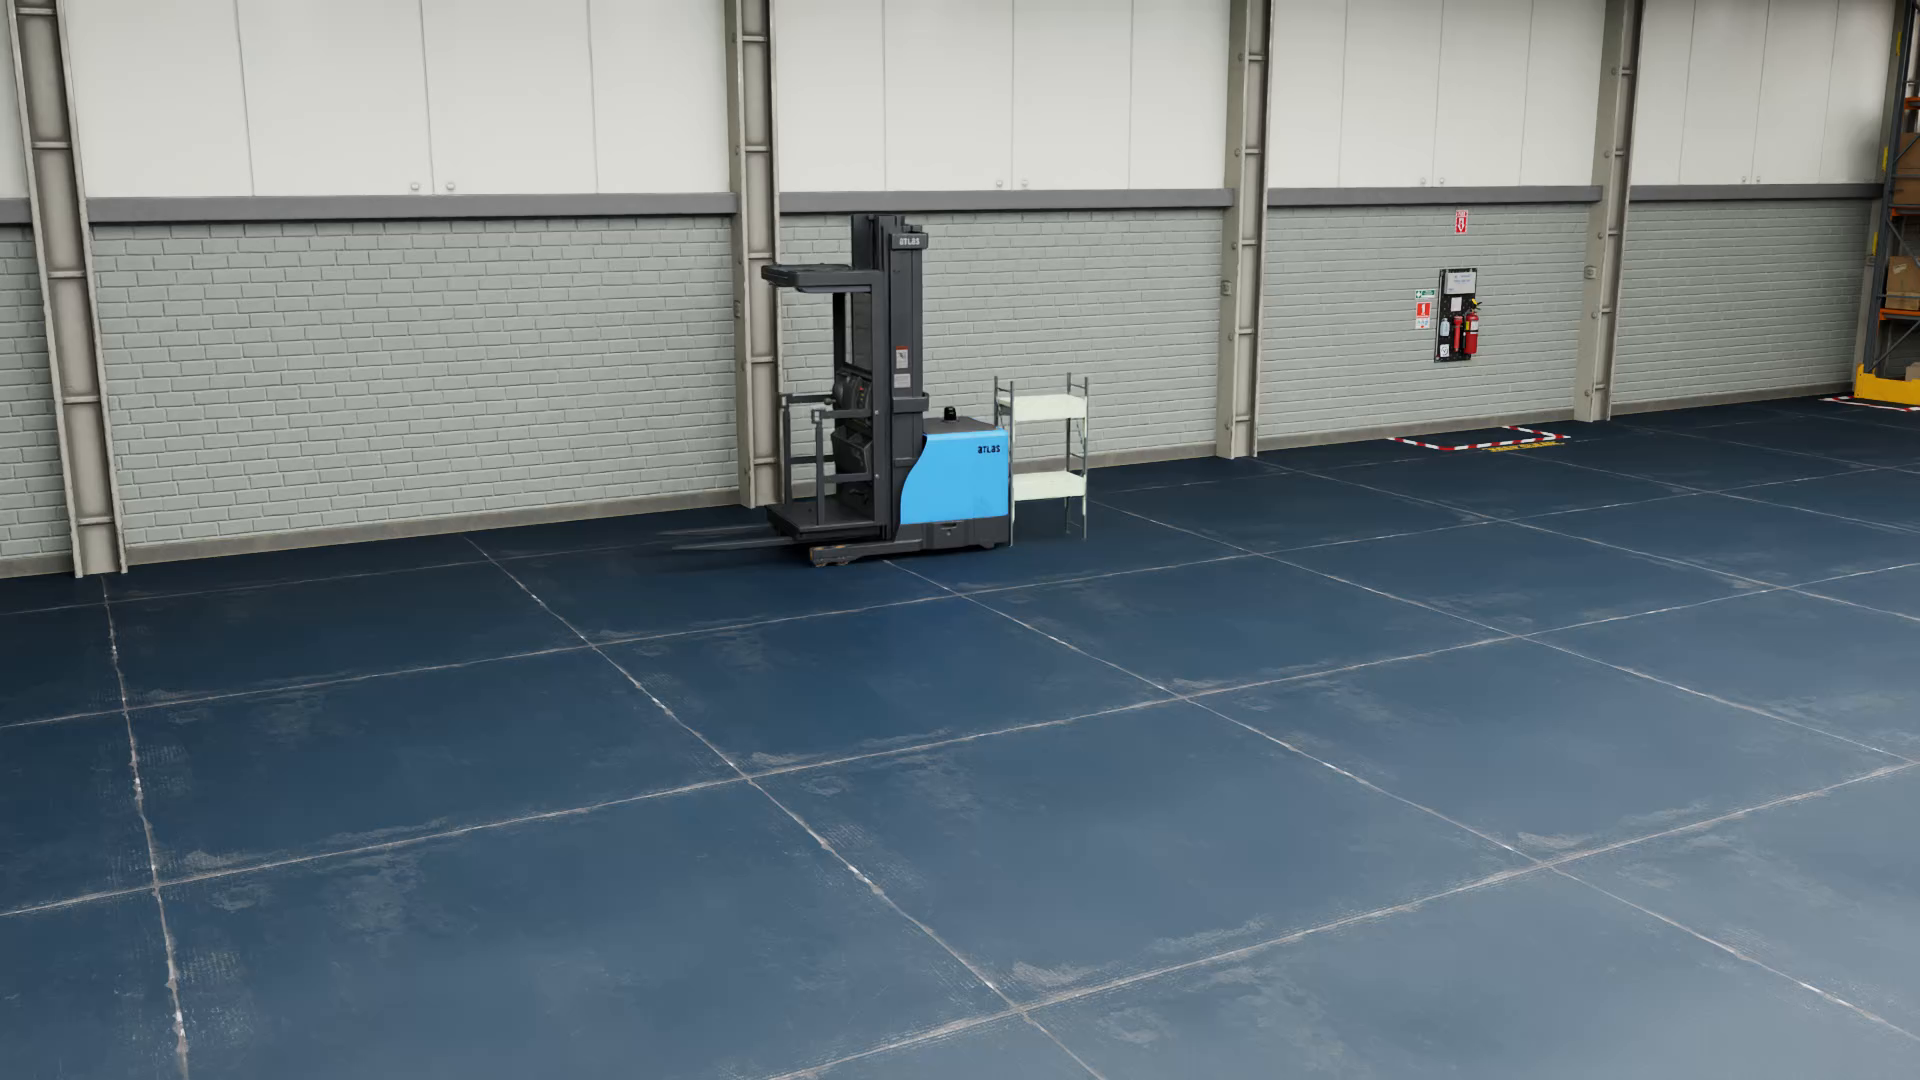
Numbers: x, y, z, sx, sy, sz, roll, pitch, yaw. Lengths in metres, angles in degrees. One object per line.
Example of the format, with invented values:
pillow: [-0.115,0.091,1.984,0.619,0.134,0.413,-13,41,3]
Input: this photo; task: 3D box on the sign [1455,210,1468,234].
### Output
sign: [6.290,-3.988,20.860,0.199,0.298,0.001,-7,14,-28]

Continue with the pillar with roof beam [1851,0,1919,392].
pillar with roof beam: [15.861,-5.820,20.615,0.400,9.000,9.100,-7,14,-28]

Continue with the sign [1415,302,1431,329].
sign: [5.810,-2.818,20.859,0.234,0.329,0.001,-7,14,-28]

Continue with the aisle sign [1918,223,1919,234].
aisle sign: [13.679,-4.685,23.316,0.004,0.787,0.394,-7,14,-28]

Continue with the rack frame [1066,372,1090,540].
rack frame: [1.077,-0.769,15.251,0.023,1.500,0.400,-5,14,-21]

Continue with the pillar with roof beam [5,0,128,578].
pillar with roof beam: [-5.205,-3.295,9.396,0.400,9.000,9.100,-7,14,-28]

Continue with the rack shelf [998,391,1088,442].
rack shelf: [0.738,-1.120,15.032,0.720,0.370,0.431,-5,14,-21]

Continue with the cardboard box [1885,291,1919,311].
cardboard box: [13.916,-3.506,24.291,0.500,0.250,0.500,-7,14,-27]

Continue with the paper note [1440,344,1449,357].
paper note: [6.156,-2.404,21.106,0.142,0.148,0.016,-7,14,-28]

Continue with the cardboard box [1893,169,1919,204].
cardboard box: [13.843,-5.097,23.961,0.500,0.500,0.500,-6,14,-24]

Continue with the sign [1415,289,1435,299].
sign: [5.818,-3.075,20.795,0.331,0.109,0.001,-7,14,-28]

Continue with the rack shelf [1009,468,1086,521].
rack shelf: [0.738,-0.421,15.189,0.720,0.370,0.431,-5,14,-21]

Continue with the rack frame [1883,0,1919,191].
rack frame: [13.598,-6.409,23.233,0.127,3.000,1.000,-7,14,-28]

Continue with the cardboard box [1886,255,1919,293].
cardboard box: [13.910,-3.875,24.226,0.500,0.500,0.500,-7,14,-28]

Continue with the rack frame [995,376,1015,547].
rack frame: [0.398,-0.709,14.984,0.023,1.500,0.400,-5,14,-21]

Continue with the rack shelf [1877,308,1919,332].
rack shelf: [15.354,-3.342,24.906,4.000,0.370,1.077,-7,14,-28]

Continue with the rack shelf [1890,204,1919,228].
rack shelf: [15.354,-4.805,24.577,4.000,0.370,1.077,-7,14,-28]

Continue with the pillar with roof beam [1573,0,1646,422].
pillar with roof beam: [10.594,-5.189,17.810,0.400,9.000,9.100,-7,14,-28]

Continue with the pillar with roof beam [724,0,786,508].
pillar with roof beam: [0.062,-3.926,12.201,0.400,9.000,9.100,-7,14,-28]

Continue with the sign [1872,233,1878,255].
sign: [13.350,-4.311,24.215,0.005,0.325,0.100,-7,14,-28]

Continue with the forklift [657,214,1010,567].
forklift: [-1.119,-1.331,14.488,3.031,2.935,1.130,-5,14,-21]

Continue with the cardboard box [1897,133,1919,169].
cardboard box: [13.851,-5.588,23.865,0.500,0.500,0.500,-6,14,-25]

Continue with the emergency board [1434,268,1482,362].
emergency board: [6.344,-2.839,21.033,0.643,1.169,0.194,-7,14,-28]

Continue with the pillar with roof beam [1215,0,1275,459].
pillar with roof beam: [5.328,-4.557,15.005,0.400,9.000,9.100,-7,14,-28]

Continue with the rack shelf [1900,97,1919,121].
rack shelf: [15.354,-6.267,24.248,4.000,0.370,1.077,-7,14,-28]

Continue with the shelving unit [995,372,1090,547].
shelving unit: [0.738,-0.739,15.118,0.755,1.500,0.431,-5,14,-21]

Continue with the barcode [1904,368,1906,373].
barcode: [14.073,-2.524,24.735,0.075,0.075,0.001,-7,14,-28]

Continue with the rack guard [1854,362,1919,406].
rack guard: [13.665,-2.271,24.202,0.348,0.500,1.175,-7,14,-28]

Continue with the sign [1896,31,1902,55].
sign: [13.350,-7.051,23.598,0.005,0.325,0.100,-7,14,-28]

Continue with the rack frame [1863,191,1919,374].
rack frame: [13.598,-3.482,23.892,0.127,3.000,1.000,-7,14,-28]

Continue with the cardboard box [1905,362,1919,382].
cardboard box: [14.249,-2.441,24.385,0.500,0.311,0.500,-9,15,-34]

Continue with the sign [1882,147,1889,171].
sign: [13.350,-5.487,23.950,0.005,0.325,0.100,-7,14,-28]
